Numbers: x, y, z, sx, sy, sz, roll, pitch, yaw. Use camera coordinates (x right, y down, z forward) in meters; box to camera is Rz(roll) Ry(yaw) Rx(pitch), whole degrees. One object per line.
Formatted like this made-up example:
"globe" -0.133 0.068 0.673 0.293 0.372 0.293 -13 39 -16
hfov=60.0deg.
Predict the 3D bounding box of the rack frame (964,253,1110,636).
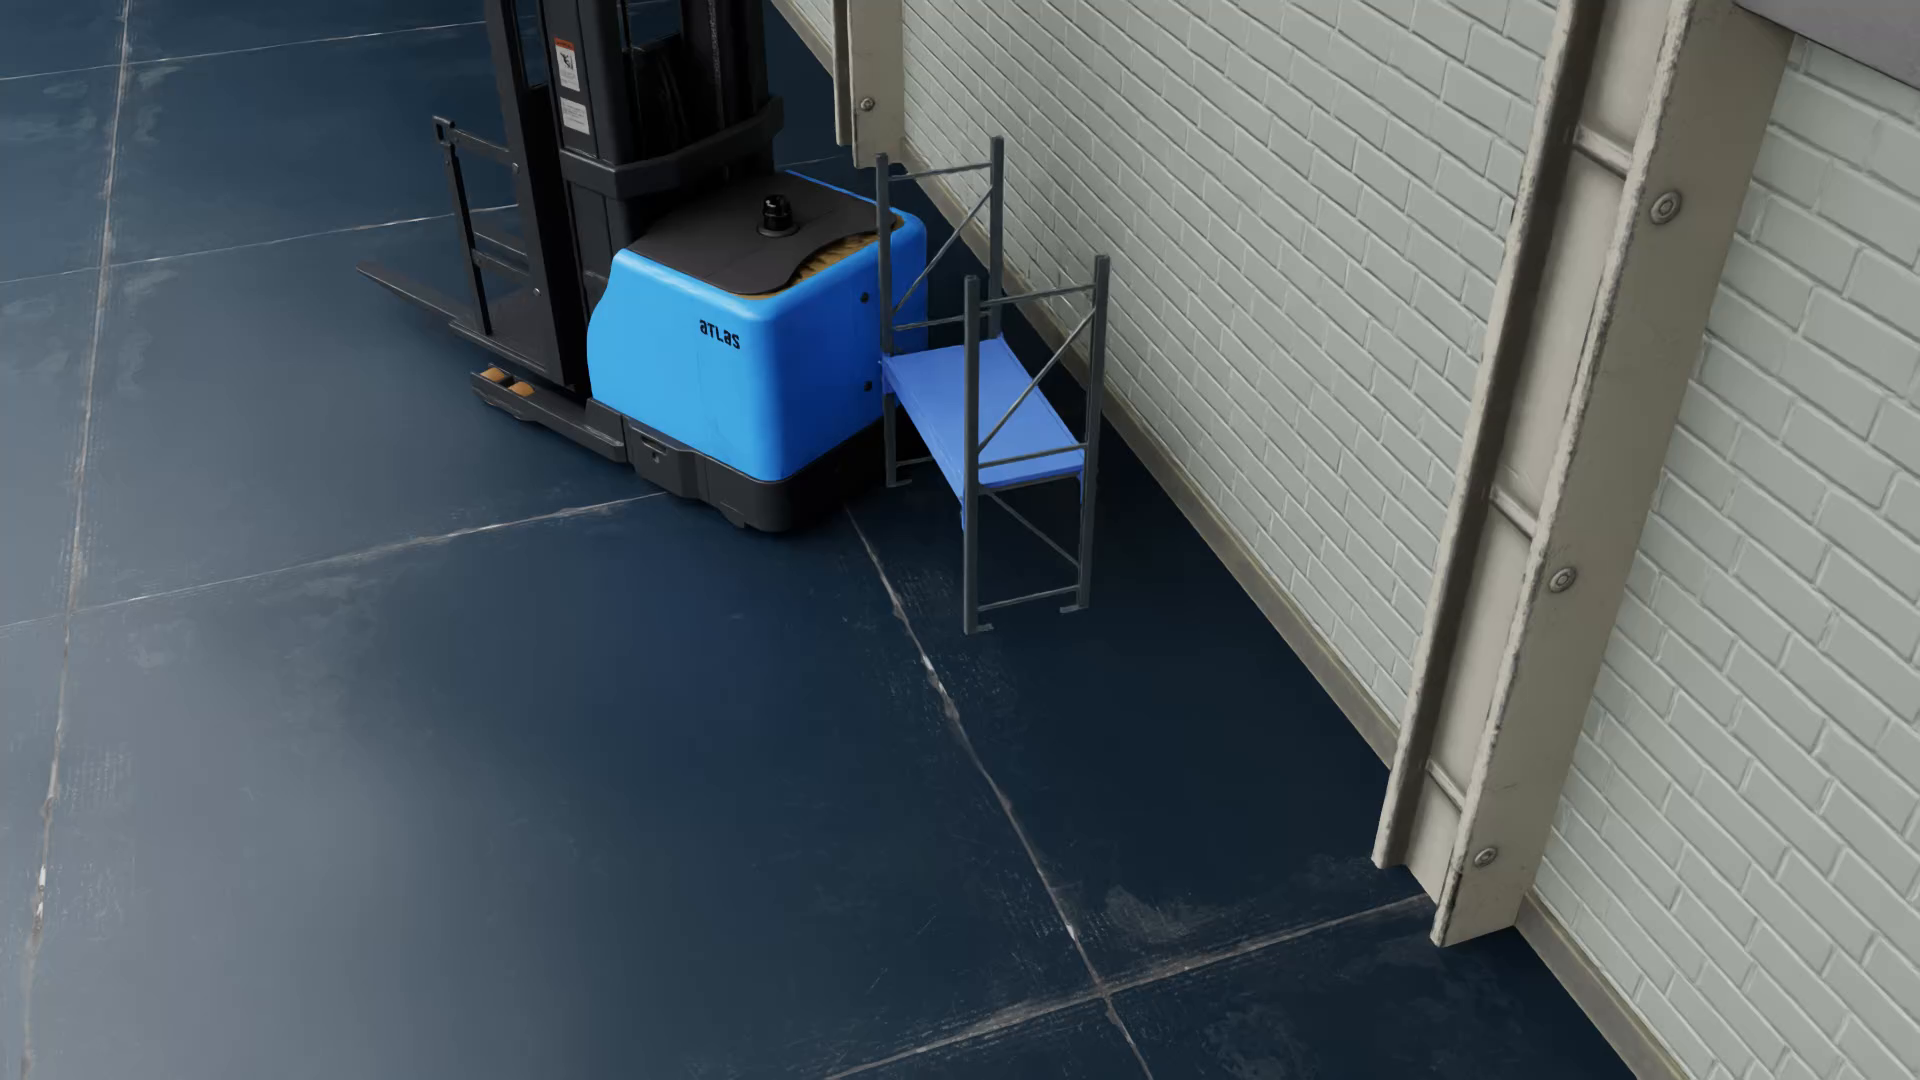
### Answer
"rack frame" 0.256 -0.295 5.895 0.500 1.500 0.032 -12 39 -15

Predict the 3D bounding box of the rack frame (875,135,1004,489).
"rack frame" -0.075 -0.874 6.663 0.500 1.500 0.032 -12 39 -15

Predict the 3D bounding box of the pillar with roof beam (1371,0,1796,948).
"pillar with roof beam" -2.500 -1.596 1.390 9.100 9.000 0.400 -12 39 -16

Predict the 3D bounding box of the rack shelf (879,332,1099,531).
"rack shelf" 0.090 -0.441 6.388 0.538 0.185 1.000 -12 39 -15

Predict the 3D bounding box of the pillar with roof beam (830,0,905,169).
"pillar with roof beam" -4.565 -4.986 5.890 9.100 9.000 0.400 -12 39 -16

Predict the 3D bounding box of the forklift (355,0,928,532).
"forklift" -1.587 -1.932 6.879 3.031 2.935 1.130 26 44 30

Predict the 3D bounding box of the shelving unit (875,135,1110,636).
"shelving unit" 0.090 -0.584 6.279 0.538 1.500 1.048 -12 39 -15
